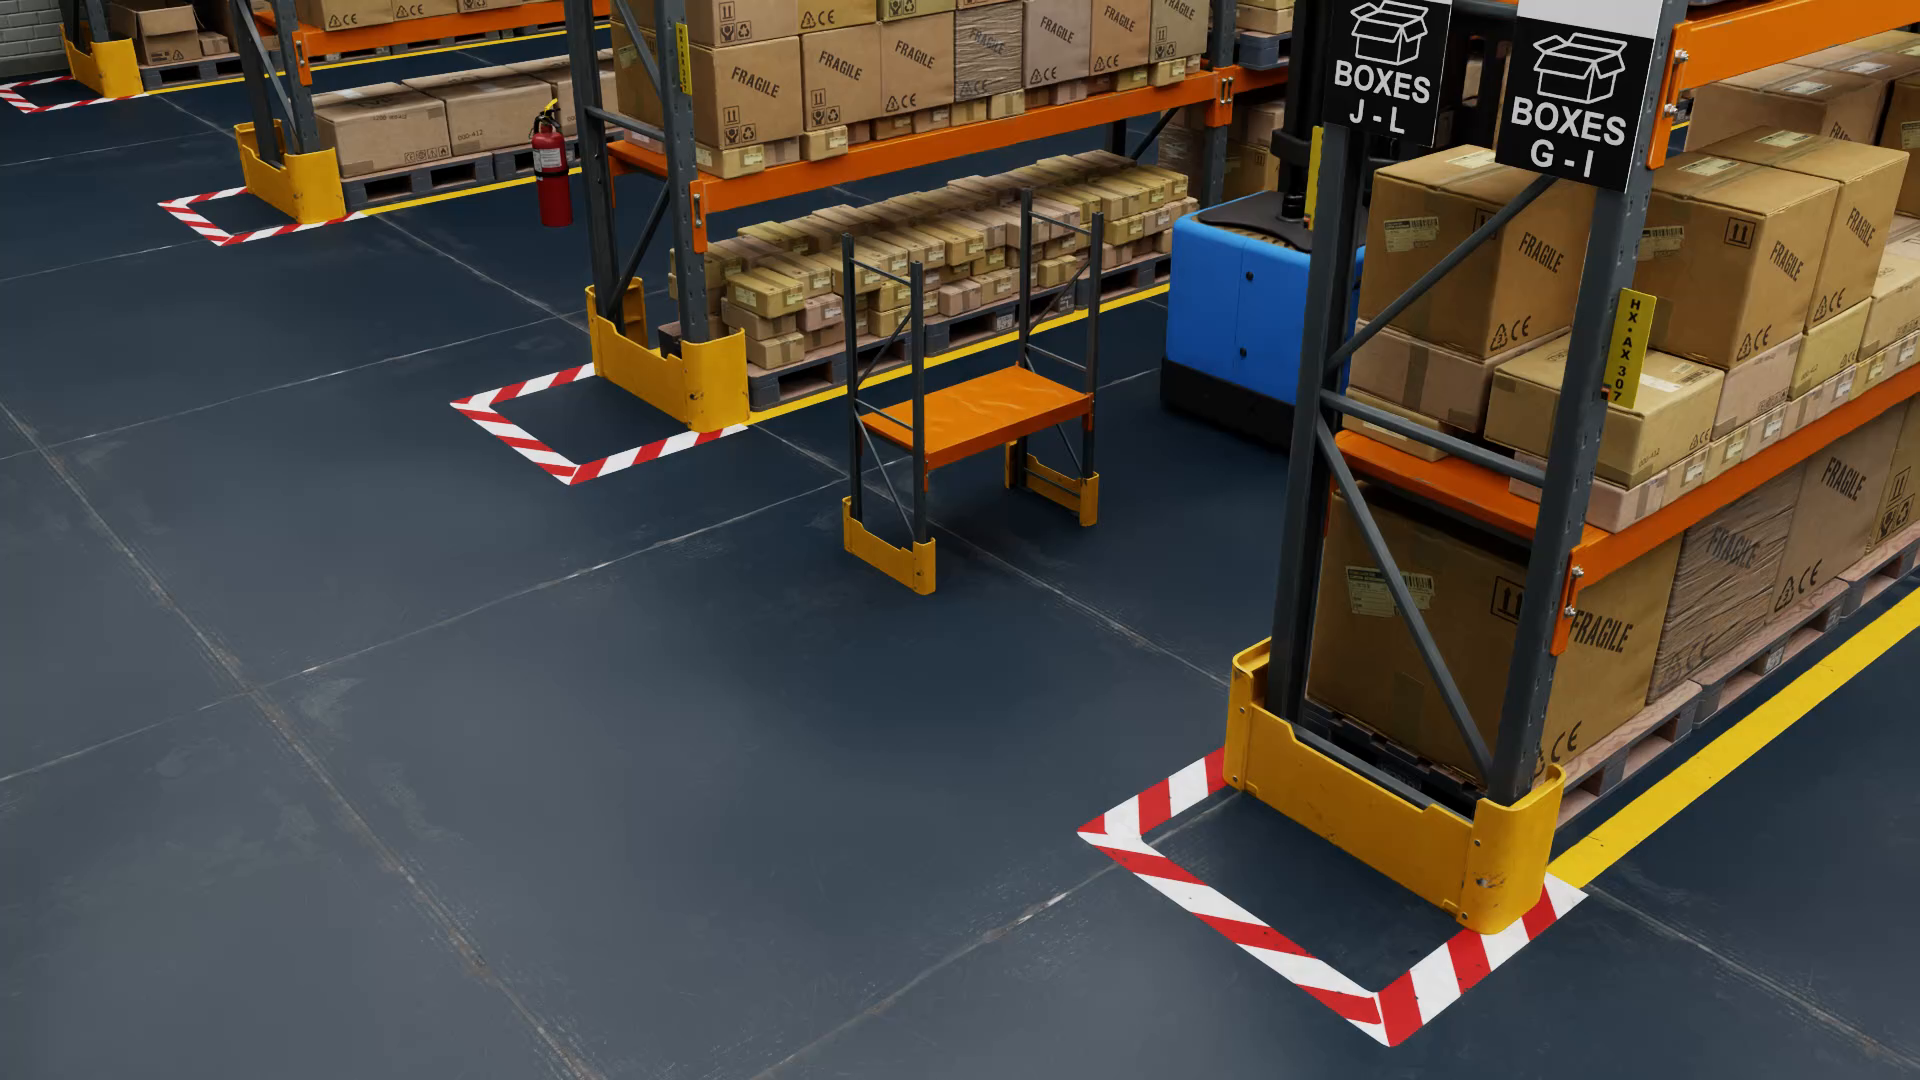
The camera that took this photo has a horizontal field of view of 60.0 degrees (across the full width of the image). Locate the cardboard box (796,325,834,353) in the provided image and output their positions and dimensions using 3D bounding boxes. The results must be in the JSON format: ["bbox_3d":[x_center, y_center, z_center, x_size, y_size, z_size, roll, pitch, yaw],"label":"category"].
[{"bbox_3d":[-0.923,-1.197,9.386,0.250,0.149,0.380,-22,35,-35],"label":"cardboard box"}]

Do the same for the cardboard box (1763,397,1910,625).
[{"bbox_3d":[3.271,-0.328,6.990,0.875,0.875,0.875,-22,35,-35],"label":"cardboard box"}]

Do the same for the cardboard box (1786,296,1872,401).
[{"bbox_3d":[2.783,-0.734,5.784,0.500,0.250,0.500,-23,36,-36],"label":"cardboard box"}]

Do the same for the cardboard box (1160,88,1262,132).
[{"bbox_3d":[1.770,-3.070,11.723,0.500,0.250,0.500,-23,36,-36],"label":"cardboard box"}]

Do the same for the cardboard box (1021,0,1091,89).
[{"bbox_3d":[0.408,-2.954,9.673,0.500,0.500,0.500,-22,35,-35],"label":"cardboard box"}]

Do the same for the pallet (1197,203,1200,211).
[{"bbox_3d":[1.959,-2.347,11.917,1.213,0.211,1.003,-22,35,-35],"label":"pallet"}]

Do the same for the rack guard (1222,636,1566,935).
[{"bbox_3d":[1.449,0.805,5.713,0.348,0.500,1.175,-22,35,-35],"label":"rack guard"}]

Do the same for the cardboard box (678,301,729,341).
[{"bbox_3d":[-1.410,-1.278,9.538,0.250,0.149,0.380,-21,35,-34],"label":"cardboard box"}]

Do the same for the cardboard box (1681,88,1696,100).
[{"bbox_3d":[6.303,-4.462,14.859,0.750,0.750,1.050,-22,35,-35],"label":"cardboard box"}]

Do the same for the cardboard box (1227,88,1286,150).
[{"bbox_3d":[2.101,-2.883,11.373,0.500,0.250,0.500,-24,36,-37],"label":"cardboard box"}]

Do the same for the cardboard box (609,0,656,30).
[{"bbox_3d":[-1.489,-2.960,8.623,0.500,0.500,0.500,-23,36,-36],"label":"cardboard box"}]

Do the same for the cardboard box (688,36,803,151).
[{"bbox_3d":[-1.154,-2.328,8.502,0.500,0.500,0.500,-20,34,-33],"label":"cardboard box"}]

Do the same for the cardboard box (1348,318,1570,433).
[{"bbox_3d":[1.663,-0.613,5.559,0.500,0.250,0.500,-23,35,-36],"label":"cardboard box"}]

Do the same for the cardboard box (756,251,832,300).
[{"bbox_3d":[-0.925,-1.470,9.267,0.250,0.149,0.380,-21,35,-34],"label":"cardboard box"}]

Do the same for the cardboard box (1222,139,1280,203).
[{"bbox_3d":[2.102,-2.552,11.549,0.500,0.500,0.500,-20,34,-33],"label":"cardboard box"}]

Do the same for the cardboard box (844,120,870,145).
[{"bbox_3d":[-0.702,-2.269,9.080,0.250,0.149,0.380,-20,34,-33],"label":"cardboard box"}]

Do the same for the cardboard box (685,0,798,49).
[{"bbox_3d":[-1.161,-2.773,8.273,0.500,0.500,0.500,-22,35,-35],"label":"cardboard box"}]

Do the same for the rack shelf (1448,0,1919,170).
[{"bbox_3d":[2.989,-1.922,5.745,4.000,0.370,1.077,-22,35,-35],"label":"rack shelf"}]

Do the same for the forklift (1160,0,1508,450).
[{"bbox_3d":[2.512,-2.314,8.970,3.031,2.935,1.130,-24,36,-37],"label":"forklift"}]

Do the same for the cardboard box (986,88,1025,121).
[{"bbox_3d":[0.160,-2.552,9.609,0.250,0.149,0.380,-21,35,-34],"label":"cardboard box"}]

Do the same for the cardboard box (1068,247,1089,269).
[{"bbox_3d":[0.600,-1.833,10.577,0.250,0.149,0.380,-23,36,-36],"label":"cardboard box"}]

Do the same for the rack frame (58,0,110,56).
[{"bbox_3d":[-8.189,-5.637,15.115,0.127,3.000,1.000,-22,35,-35],"label":"rack frame"}]

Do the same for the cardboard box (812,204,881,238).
[{"bbox_3d":[-0.688,-1.897,10.065,0.250,0.149,0.380,-20,34,-33],"label":"cardboard box"}]

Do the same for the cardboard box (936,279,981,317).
[{"bbox_3d":[-0.095,-1.472,9.900,0.250,0.149,0.380,-24,36,-37],"label":"cardboard box"}]

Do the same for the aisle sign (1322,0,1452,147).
[{"bbox_3d":[1.218,-1.537,4.685,0.004,0.787,0.394,-22,35,-35],"label":"aisle sign"}]

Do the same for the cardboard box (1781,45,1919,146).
[{"bbox_3d":[3.600,-1.722,6.837,0.500,0.500,0.500,-22,35,-35],"label":"cardboard box"}]

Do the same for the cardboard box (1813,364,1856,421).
[{"bbox_3d":[2.928,-0.579,5.917,0.250,0.149,0.380,-22,35,-35],"label":"cardboard box"}]

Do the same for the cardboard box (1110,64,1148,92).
[{"bbox_3d":[0.935,-2.878,10.219,0.250,0.149,0.380,-20,34,-33],"label":"cardboard box"}]

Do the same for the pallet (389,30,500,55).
[{"bbox_3d":[-5.670,-5.421,17.670,1.213,0.211,1.003,-22,35,-35],"label":"pallet"}]

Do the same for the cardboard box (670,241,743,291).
[{"bbox_3d":[-1.437,-1.557,9.429,0.250,0.149,0.380,-21,35,-34],"label":"cardboard box"}]

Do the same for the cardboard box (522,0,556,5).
[{"bbox_3d":[-3.278,-4.419,12.731,0.500,0.500,0.500,-21,34,-33],"label":"cardboard box"}]

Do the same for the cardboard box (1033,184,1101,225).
[{"bbox_3d":[0.665,-2.103,10.451,0.250,0.149,0.380,-21,34,-33],"label":"cardboard box"}]

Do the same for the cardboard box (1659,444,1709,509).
[{"bbox_3d":[2.146,-0.263,5.327,0.250,0.149,0.380,-22,35,-36],"label":"cardboard box"}]

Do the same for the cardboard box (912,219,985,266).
[{"bbox_3d":[-0.068,-1.753,9.795,0.250,0.149,0.380,-21,35,-34],"label":"cardboard box"}]

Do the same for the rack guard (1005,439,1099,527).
[{"bbox_3d":[0.437,-0.286,8.020,0.087,0.250,0.587,-22,35,-35],"label":"rack guard"}]

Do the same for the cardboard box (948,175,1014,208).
[{"bbox_3d":[0.132,-2.202,10.637,0.250,0.149,0.380,-21,35,-34],"label":"cardboard box"}]

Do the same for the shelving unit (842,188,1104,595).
[{"bbox_3d":[0.058,-0.685,7.440,1.083,1.500,0.587,-22,35,-35],"label":"shelving unit"}]

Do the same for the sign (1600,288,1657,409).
[{"bbox_3d":[1.823,-0.521,4.539,0.005,0.325,0.100,-22,35,-35],"label":"sign"}]

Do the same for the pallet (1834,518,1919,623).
[{"bbox_3d":[3.881,-0.094,7.702,1.213,0.211,1.003,-22,35,-35],"label":"pallet"}]

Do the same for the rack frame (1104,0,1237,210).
[{"bbox_3d":[1.368,-3.338,10.813,0.127,3.000,1.000,-22,35,-35],"label":"rack frame"}]

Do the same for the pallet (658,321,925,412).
[{"bbox_3d":[-0.977,-1.143,9.666,1.213,0.211,1.003,-22,35,-35],"label":"pallet"}]

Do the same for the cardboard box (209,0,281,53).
[{"bbox_3d":[-6.987,-5.120,16.355,0.500,0.500,0.700,-20,34,-33],"label":"cardboard box"}]

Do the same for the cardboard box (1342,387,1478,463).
[{"bbox_3d":[1.524,-0.421,5.622,0.250,0.149,0.380,-21,35,-34],"label":"cardboard box"}]

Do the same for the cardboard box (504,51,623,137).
[{"bbox_3d":[-3.150,-3.709,13.781,0.875,0.438,0.875,-23,36,-36],"label":"cardboard box"}]

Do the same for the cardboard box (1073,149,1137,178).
[{"bbox_3d":[0.971,-2.497,11.188,0.250,0.149,0.380,-20,34,-33],"label":"cardboard box"}]

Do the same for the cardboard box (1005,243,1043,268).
[{"bbox_3d":[0.292,-1.810,10.218,0.250,0.149,0.380,-24,36,-37],"label":"cardboard box"}]

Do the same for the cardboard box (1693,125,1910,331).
[{"bbox_3d":[2.778,-1.064,5.607,0.500,0.500,0.500,-23,36,-36],"label":"cardboard box"}]

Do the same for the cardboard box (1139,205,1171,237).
[{"bbox_3d":[1.137,-2.099,10.759,0.250,0.149,0.380,-24,36,-37],"label":"cardboard box"}]

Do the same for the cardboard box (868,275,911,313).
[{"bbox_3d":[-0.471,-1.451,9.547,0.250,0.149,0.380,-21,34,-33],"label":"cardboard box"}]
